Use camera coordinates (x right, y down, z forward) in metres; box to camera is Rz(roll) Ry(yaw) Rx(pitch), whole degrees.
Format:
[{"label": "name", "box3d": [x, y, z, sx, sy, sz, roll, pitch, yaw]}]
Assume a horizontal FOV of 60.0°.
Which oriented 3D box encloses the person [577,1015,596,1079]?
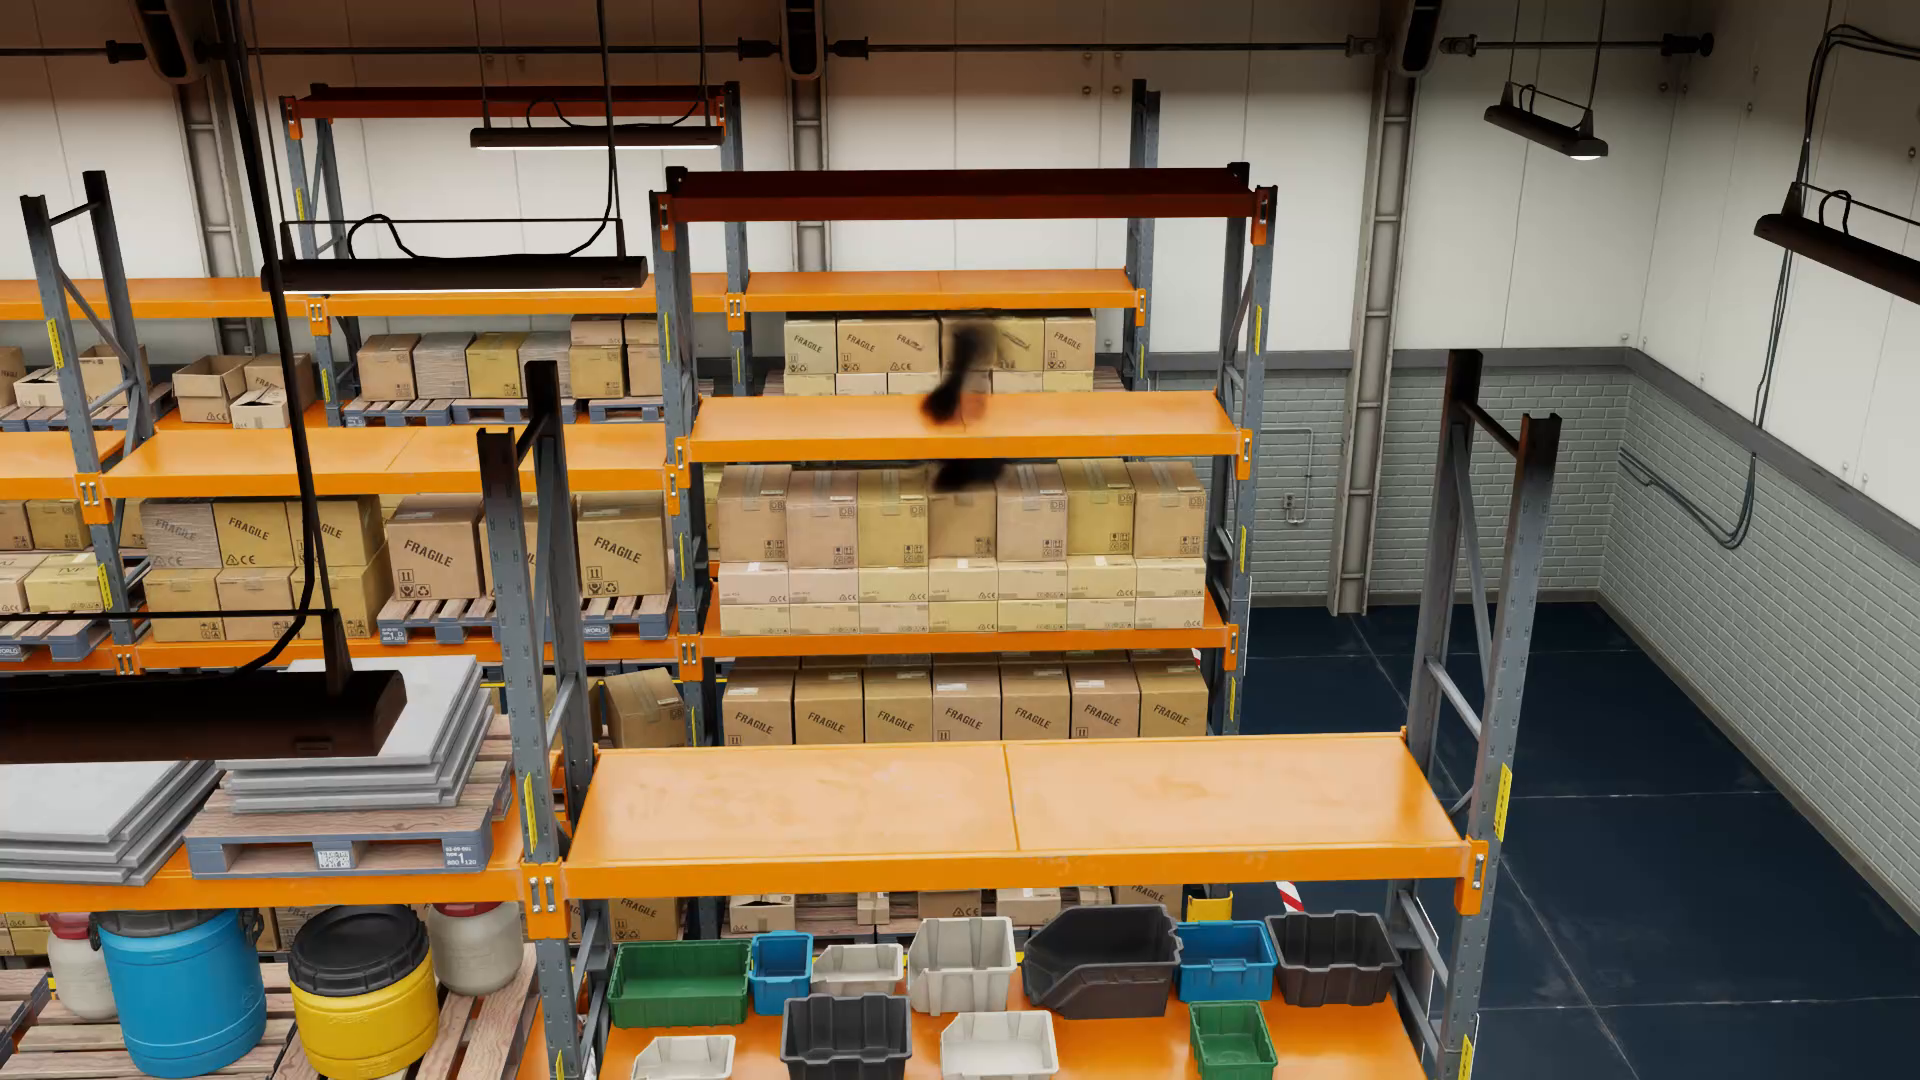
[{"label": "person", "box3d": [-2.171, 3.545, 10.110, 0.726, 1.816, 0.613, 3, 22, 8]}]
